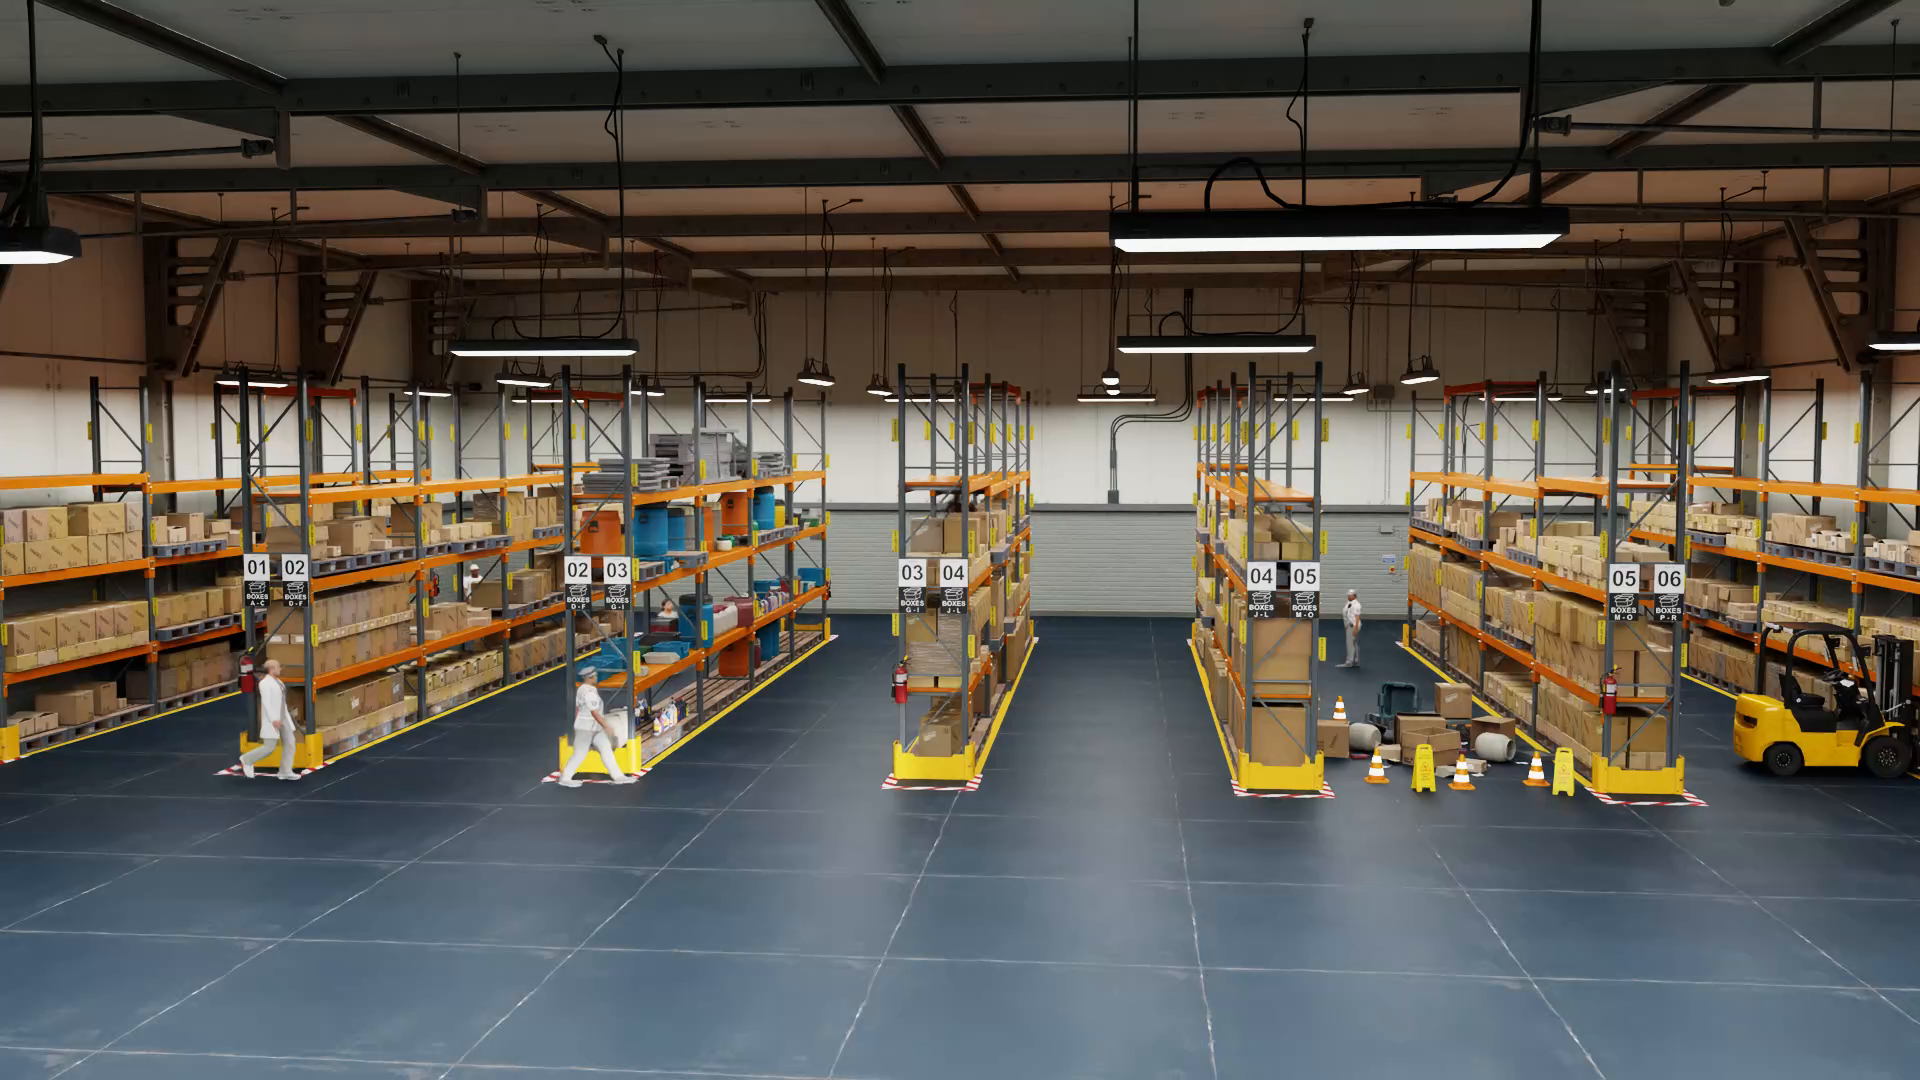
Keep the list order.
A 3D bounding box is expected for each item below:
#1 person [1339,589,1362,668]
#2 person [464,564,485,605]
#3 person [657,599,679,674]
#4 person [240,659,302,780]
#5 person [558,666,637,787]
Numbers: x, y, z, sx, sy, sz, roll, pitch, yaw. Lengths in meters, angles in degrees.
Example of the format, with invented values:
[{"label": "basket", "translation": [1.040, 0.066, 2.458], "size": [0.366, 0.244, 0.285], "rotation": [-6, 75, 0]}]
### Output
[{"label": "person", "translation": [8.383, 1.892, 35.700], "size": [0.470, 1.668, 0.538], "rotation": [1, 4, 11]}, {"label": "person", "translation": [-12.130, 1.474, 41.608], "size": [0.585, 1.726, 1.025], "rotation": [-2, 4, -25]}, {"label": "person", "translation": [-5.913, 2.003, 33.917], "size": [0.589, 1.612, 1.039], "rotation": [0, 4, 4]}, {"label": "person", "translation": [-9.914, 2.583, 23.907], "size": [0.879, 1.739, 0.525], "rotation": [1, 4, 20]}, {"label": "person", "translation": [-5.128, 2.622, 23.370], "size": [1.066, 1.701, 0.526], "rotation": [1, 4, 8]}]
